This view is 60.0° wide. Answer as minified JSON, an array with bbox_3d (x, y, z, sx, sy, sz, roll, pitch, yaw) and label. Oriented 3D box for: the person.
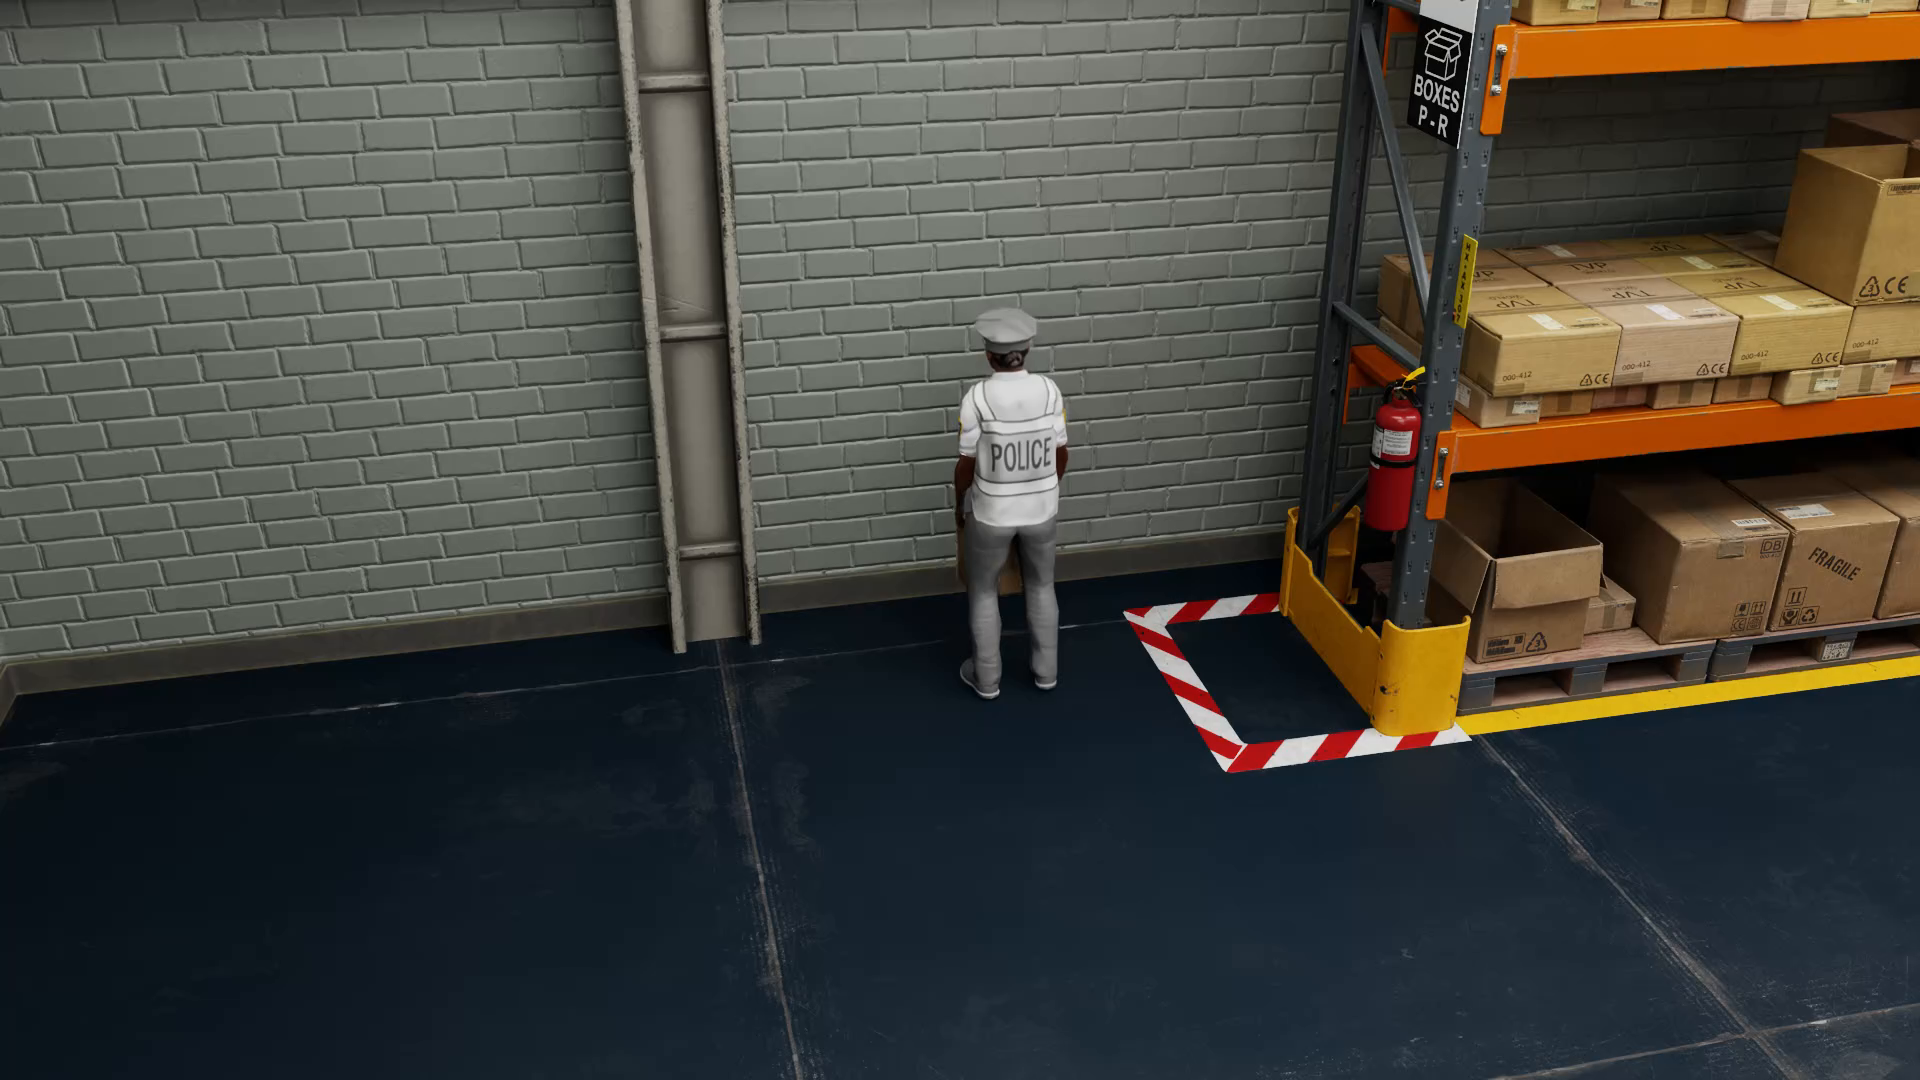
[{"bbox_3d":[0.213,-0.119,6.838,0.494,1.670,0.370,-7,28,-13],"label":"person"}]
